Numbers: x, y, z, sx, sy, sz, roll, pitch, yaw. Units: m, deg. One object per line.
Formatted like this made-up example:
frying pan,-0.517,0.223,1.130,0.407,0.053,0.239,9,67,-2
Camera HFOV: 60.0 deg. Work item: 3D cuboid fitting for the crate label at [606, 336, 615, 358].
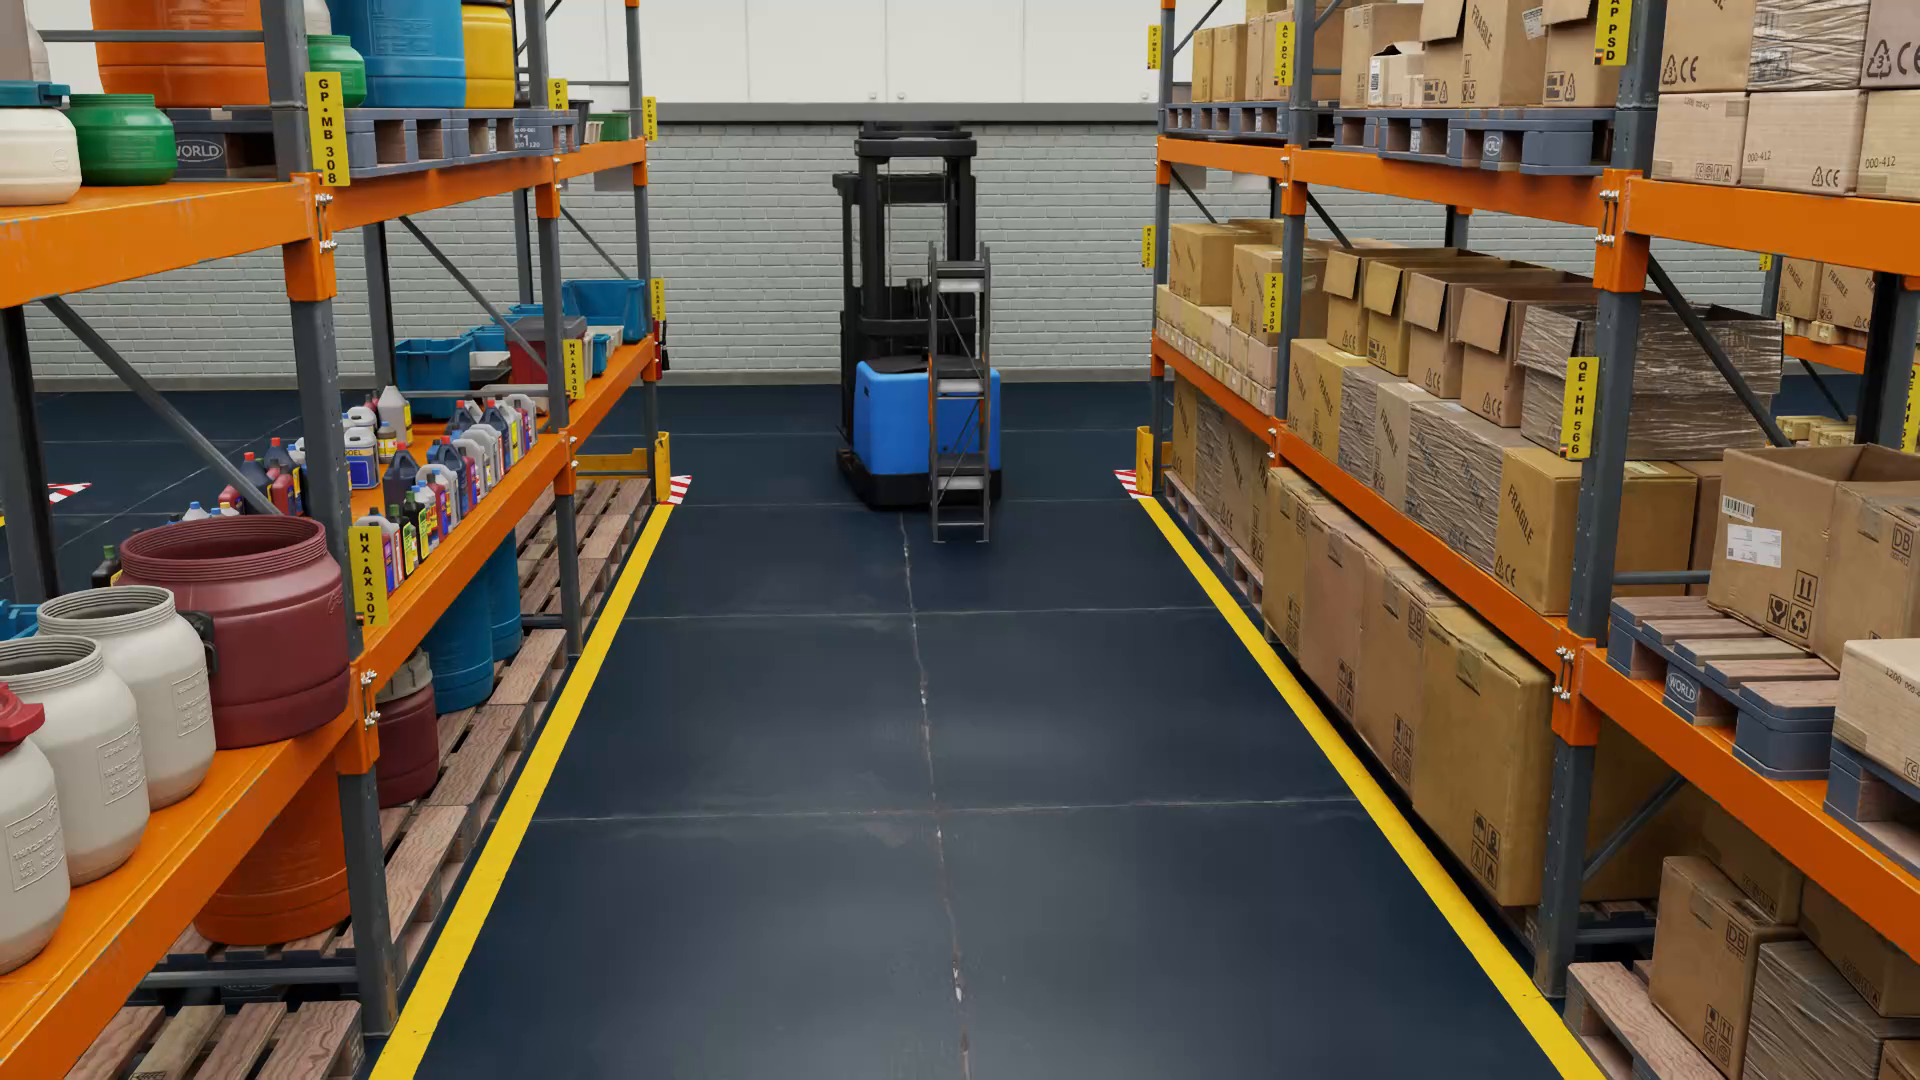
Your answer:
crate label,-2.627,-1.344,11.641,0.396,0.136,0.243,-1,14,-3

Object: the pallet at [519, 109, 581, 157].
pallet,-2.509,-1.957,7.973,1.213,0.211,1.003,-1,14,-3

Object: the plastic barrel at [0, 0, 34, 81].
plastic barrel,-2.573,-1.283,3.966,0.600,0.901,0.600,0,14,0

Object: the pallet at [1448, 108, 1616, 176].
pallet,2.443,-1.392,5.775,1.213,0.211,1.003,0,14,-1

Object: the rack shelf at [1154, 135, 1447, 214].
rack shelf,2.164,-2.468,11.021,1.077,0.370,4.000,-1,14,-3

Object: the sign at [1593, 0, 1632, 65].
sign,1.981,-1.606,5.032,0.100,0.325,0.005,-1,14,-3

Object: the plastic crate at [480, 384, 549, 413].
plastic crate,-2.542,-0.809,9.559,0.396,0.136,0.243,-1,14,-3

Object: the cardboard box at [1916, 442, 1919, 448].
cardboard box,6.821,-0.627,12.127,0.380,0.149,0.250,0,14,-1

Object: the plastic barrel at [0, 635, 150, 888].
plastic barrel,-2.105,0.508,3.806,0.421,0.512,0.421,0,14,0

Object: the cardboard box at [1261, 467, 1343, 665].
cardboard box,2.348,0.119,8.967,1.225,0.875,0.875,-1,14,-3

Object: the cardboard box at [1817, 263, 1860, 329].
cardboard box,6.808,-1.856,12.423,0.500,0.500,0.500,-1,14,-3

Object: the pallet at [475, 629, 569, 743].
pallet,-2.649,0.753,8.674,1.003,0.211,1.213,-1,14,-3

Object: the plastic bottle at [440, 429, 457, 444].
plastic bottle,-2.369,-0.378,7.733,0.097,0.271,0.097,0,14,0

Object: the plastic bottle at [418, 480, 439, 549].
plastic bottle,-2.149,-0.104,6.669,0.097,0.271,0.097,0,14,0

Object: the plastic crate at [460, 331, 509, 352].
plastic crate,-3.116,-1.264,11.134,0.416,0.233,0.300,-1,14,-3

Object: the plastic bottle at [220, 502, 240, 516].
plastic bottle,-2.904,-0.048,6.593,0.097,0.201,0.097,0,14,0

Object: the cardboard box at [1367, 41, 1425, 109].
cardboard box,2.266,-2.205,7.891,0.500,0.311,0.500,-1,14,-5

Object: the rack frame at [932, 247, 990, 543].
rack frame,0.005,-0.997,11.689,0.400,2.100,0.015,-1,14,-3

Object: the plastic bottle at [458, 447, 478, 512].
plastic bottle,-2.172,-0.276,7.312,0.061,0.283,0.133,-1,14,-3

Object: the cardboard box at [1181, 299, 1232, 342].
cardboard box,1.867,-1.554,11.752,0.500,0.250,0.500,-1,14,-5

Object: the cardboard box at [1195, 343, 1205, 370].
cardboard box,1.829,-1.263,11.420,0.380,0.149,0.250,-1,14,-5

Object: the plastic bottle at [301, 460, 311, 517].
plastic bottle,-2.799,-0.243,7.208,0.097,0.271,0.097,0,14,0

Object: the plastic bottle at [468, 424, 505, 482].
plastic bottle,-2.254,-0.420,7.888,0.152,0.276,0.135,-1,14,-3

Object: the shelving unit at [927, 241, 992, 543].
shelving unit,-0.010,-1.058,11.925,0.431,2.100,0.503,-1,14,-3

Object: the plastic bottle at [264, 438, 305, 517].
plastic bottle,-2.917,-0.268,7.149,0.144,0.351,0.185,-1,14,-3

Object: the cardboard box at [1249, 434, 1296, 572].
cardboard box,2.327,-0.206,10.227,0.875,0.875,0.875,-1,14,-3

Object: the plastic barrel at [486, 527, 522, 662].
plastic barrel,-2.639,0.159,8.757,0.600,0.901,0.708,-1,14,-3

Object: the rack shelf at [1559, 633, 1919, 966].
rack shelf,2.660,0.975,3.662,1.077,0.370,4.000,-1,14,-3

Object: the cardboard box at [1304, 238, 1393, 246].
cardboard box,2.454,-1.676,10.718,0.500,0.500,0.500,-1,14,-5

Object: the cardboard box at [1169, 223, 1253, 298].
cardboard box,1.831,-2.047,12.163,0.500,0.500,0.500,-1,14,-5

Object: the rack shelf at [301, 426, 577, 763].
rack shelf,-2.531,0.056,7.232,1.077,0.370,4.000,-1,14,-3

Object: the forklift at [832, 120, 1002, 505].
forklift,-0.460,-2.006,13.940,1.130,2.935,3.031,-3,15,-11

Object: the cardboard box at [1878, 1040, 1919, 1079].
cardboard box,2.686,1.571,4.033,0.700,0.500,0.500,0,14,1

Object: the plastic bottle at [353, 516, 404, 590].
plastic bottle,-2.140,0.038,6.109,0.152,0.276,0.135,-1,14,-3

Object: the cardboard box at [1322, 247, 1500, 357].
cardboard box,2.336,-1.241,8.618,0.797,0.503,0.637,-1,14,-5

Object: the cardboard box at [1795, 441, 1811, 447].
cardboard box,6.734,-0.676,12.914,0.380,0.149,0.250,-1,14,-4

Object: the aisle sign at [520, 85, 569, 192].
aisle sign,-3.204,-3.057,12.669,0.394,0.787,0.004,-1,14,-3

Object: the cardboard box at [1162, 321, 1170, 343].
cardboard box,1.750,-1.582,12.659,0.380,0.149,0.250,-1,14,-4

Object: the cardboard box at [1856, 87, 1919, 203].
cardboard box,2.384,-0.875,3.689,0.500,0.250,0.500,-1,14,-2

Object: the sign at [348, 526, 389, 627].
sign,-1.859,0.116,5.228,0.100,0.325,0.005,-1,14,-3

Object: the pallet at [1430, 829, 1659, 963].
pallet,2.562,1.282,6.620,1.003,0.211,1.213,-1,14,-3

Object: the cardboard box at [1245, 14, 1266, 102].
cardboard box,2.151,-2.946,10.194,0.700,0.500,0.500,0,14,-1

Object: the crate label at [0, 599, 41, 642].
crate label,-2.616,0.439,4.228,0.502,0.435,0.616,-1,14,-3

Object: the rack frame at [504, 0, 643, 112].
rack frame,-2.903,-4.690,12.194,1.000,3.000,0.127,-1,14,-3

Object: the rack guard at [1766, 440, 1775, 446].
rack guard,7.002,-0.683,13.677,1.175,0.500,0.348,-1,14,-3

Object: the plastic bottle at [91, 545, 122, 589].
plastic bottle,-2.858,0.168,5.589,0.061,0.283,0.133,-1,14,-3

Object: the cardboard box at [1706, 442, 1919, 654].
cardboard box,2.609,0.011,4.922,0.500,0.500,0.500,-3,15,-10

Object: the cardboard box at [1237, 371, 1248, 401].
cardboard box,1.910,-0.943,10.176,0.380,0.149,0.250,-1,14,-4

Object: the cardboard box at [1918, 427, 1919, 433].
cardboard box,7.384,-0.769,12.682,0.380,0.149,0.250,-1,14,-5

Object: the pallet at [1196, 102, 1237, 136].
pallet,2.175,-2.782,10.977,1.003,0.211,1.213,-1,14,-3

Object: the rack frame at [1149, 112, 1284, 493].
rack frame,2.040,-1.861,13.239,1.000,3.000,0.127,-1,14,-3

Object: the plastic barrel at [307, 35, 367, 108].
plastic barrel,-2.244,-1.643,5.840,0.294,0.245,0.294,0,14,0

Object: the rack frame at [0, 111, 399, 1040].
rack frame,-2.408,0.205,5.209,1.000,3.000,0.127,-1,14,-3

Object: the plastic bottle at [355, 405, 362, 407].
plastic bottle,-3.019,-0.544,8.378,0.097,0.271,0.097,0,14,0

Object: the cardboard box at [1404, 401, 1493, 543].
cardboard box,2.198,-0.292,6.940,0.500,0.500,0.500,-1,14,-5

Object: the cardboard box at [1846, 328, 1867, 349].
cardboard box,6.863,-1.512,12.388,0.380,0.149,0.250,0,14,-1

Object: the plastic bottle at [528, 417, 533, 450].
plastic bottle,-2.274,-0.572,8.628,0.097,0.201,0.097,0,14,0
